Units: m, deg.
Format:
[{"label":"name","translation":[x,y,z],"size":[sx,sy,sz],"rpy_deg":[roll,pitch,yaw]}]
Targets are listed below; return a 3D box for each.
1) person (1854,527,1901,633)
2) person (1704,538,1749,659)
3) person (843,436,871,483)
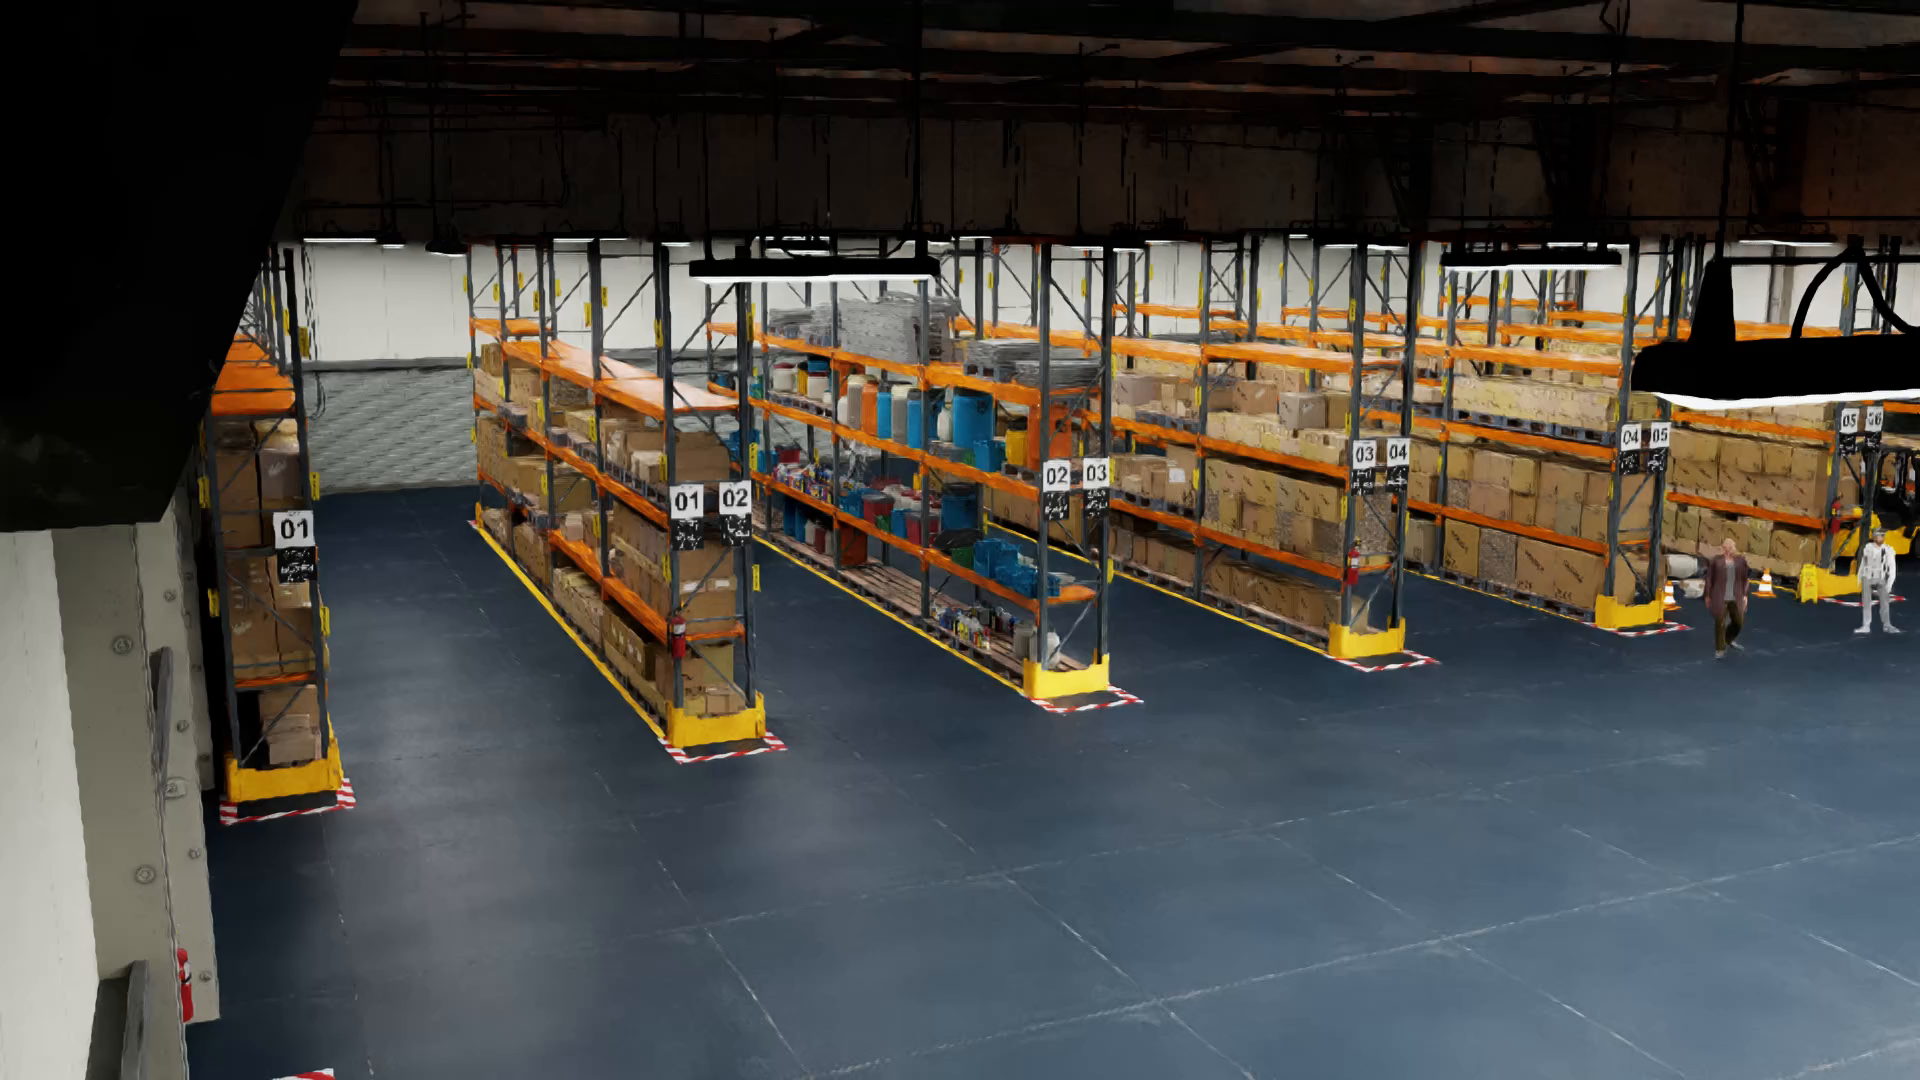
[{"label":"person","translation":[14.176,0.620,25.602],"size":[0.658,1.668,0.474],"rpy_deg":[9,14,40]},{"label":"person","translation":[11.165,0.822,24.260],"size":[0.617,1.772,0.579],"rpy_deg":[2,11,11]},{"label":"person","translation":[-2.418,-2.064,39.259],"size":[0.702,1.735,0.549],"rpy_deg":[-5,12,-25]}]
